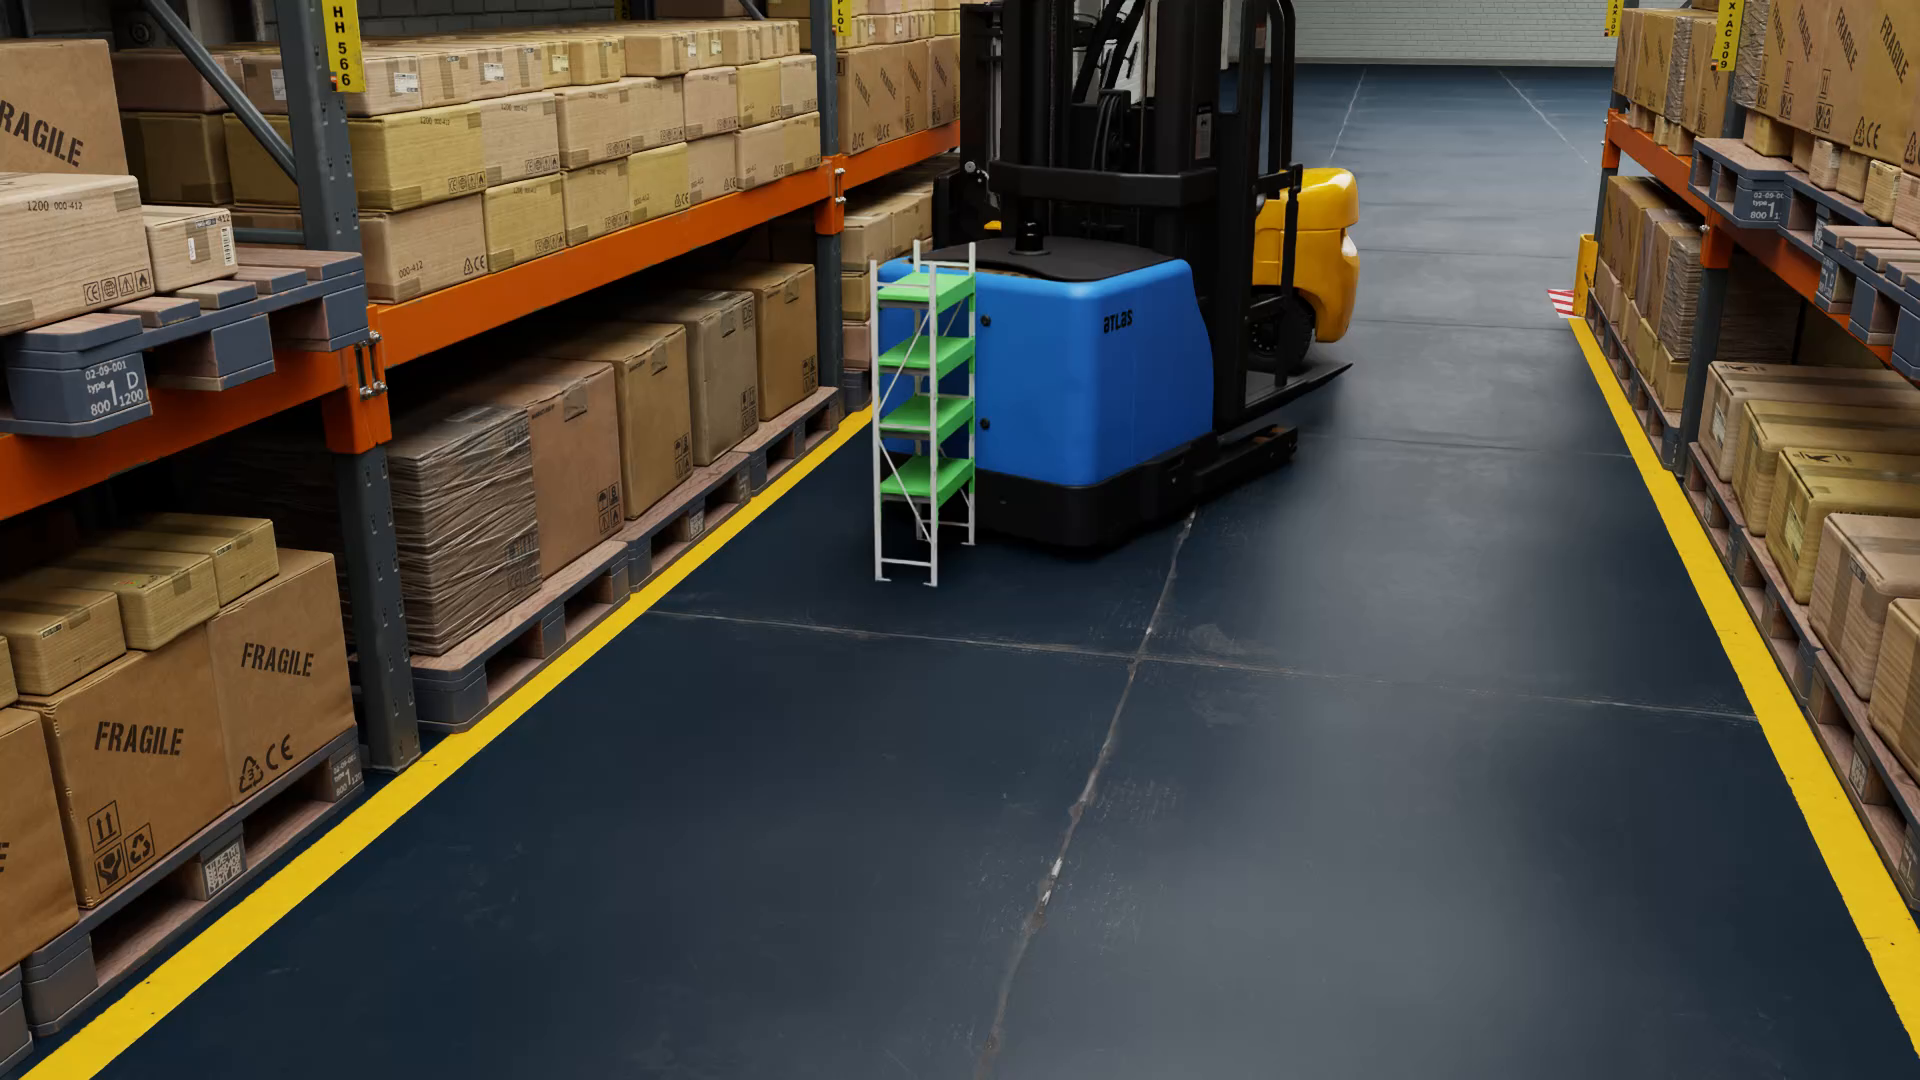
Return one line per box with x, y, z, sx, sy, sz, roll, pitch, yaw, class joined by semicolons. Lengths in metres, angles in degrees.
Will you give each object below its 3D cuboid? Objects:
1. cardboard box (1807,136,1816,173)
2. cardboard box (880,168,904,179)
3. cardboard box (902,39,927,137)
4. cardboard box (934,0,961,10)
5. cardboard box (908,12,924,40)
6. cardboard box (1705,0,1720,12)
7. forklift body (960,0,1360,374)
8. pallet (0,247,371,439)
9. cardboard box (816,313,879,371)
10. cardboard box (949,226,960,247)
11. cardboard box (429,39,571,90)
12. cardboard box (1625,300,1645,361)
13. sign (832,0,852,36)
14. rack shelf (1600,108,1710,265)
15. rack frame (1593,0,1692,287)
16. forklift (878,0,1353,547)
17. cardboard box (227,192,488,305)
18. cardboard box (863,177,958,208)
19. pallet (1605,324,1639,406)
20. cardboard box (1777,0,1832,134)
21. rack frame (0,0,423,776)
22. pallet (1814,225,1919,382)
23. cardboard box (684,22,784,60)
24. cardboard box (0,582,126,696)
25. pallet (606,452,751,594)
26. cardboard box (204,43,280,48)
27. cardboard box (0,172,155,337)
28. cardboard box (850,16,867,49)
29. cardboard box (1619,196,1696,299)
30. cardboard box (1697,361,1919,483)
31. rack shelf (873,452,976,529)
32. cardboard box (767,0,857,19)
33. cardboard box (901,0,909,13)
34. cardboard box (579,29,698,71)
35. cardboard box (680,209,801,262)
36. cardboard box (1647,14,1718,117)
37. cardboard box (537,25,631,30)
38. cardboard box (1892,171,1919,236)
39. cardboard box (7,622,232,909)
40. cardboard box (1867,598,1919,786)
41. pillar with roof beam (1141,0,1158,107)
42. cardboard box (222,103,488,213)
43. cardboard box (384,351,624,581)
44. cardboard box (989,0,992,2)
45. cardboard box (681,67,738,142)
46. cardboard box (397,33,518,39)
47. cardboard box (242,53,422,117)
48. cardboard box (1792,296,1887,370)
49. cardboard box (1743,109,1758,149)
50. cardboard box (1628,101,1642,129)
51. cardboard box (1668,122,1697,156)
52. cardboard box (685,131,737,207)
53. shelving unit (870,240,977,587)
3.055;-1.276;5.521;0.380;0.149;0.250;5;19;14;cardboard box
-0.663;-2.238;10.656;0.500;0.250;0.500;5;19;13;cardboard box
-0.492;-2.551;9.361;0.500;0.500;0.500;4;19;13;cardboard box
-0.208;-3.274;10.014;0.380;0.149;0.250;5;19;14;cardboard box
-0.414;-2.894;9.363;0.380;0.149;0.250;4;19;12;cardboard box
4.660;-3.251;9.403;0.700;0.500;0.500;5;19;14;cardboard box
1.195;-2.176;9.730;2.313;2.155;1.214;5;19;13;forklift body
-2.163;-0.500;3.806;1.213;0.211;1.003;5;19;13;pallet
-0.648;-1.085;8.828;0.500;0.250;0.500;5;19;14;cardboard box
-0.291;-1.796;10.137;0.500;0.250;0.500;5;19;13;cardboard box
-1.516;-1.570;5.484;0.380;0.149;0.250;5;19;14;cardboard box
3.859;-1.102;8.877;0.500;0.250;0.500;5;19;14;cardboard box
-0.559;-2.533;7.793;0.100;0.325;0.005;5;19;13;sign
4.215;-1.958;8.891;1.077;0.370;4.000;5;19;13;rack shelf
4.704;-2.925;10.610;1.000;3.000;0.127;5;19;13;rack frame
0.918;-1.775;7.349;1.130;2.935;3.031;13;23;33;forklift
-1.720;-0.857;4.788;0.500;0.250;0.500;5;19;14;cardboard box
-0.284;-2.040;10.076;0.500;0.250;0.500;4;19;12;cardboard box
4.152;-0.949;9.138;1.003;0.211;1.213;5;19;13;pallet
3.078;-1.623;5.533;0.500;0.500;0.500;5;19;13;cardboard box
-2.065;-0.808;4.413;1.000;3.000;0.127;5;19;13;rack frame
2.820;-0.558;3.979;1.213;0.211;1.003;5;19;13;pallet
-1.001;-2.209;7.357;0.380;0.149;0.250;4;19;13;cardboard box
-2.084;0.211;3.644;0.380;0.149;0.250;4;19;12;cardboard box
-1.526;-0.125;6.727;1.003;0.211;1.213;5;19;13;pallet
-2.104;-1.448;5.127;0.380;0.149;0.250;5;19;13;cardboard box
-2.009;-0.580;3.327;0.500;0.250;0.500;4;19;11;cardboard box
-0.693;-2.577;8.433;0.380;0.149;0.250;5;20;15;cardboard box
3.979;-1.618;9.228;0.500;0.500;0.500;5;19;14;cardboard box
3.601;-0.462;6.815;0.950;0.372;0.625;5;19;14;cardboard box
-0.129;-0.194;6.341;0.258;0.148;0.480;6;20;16;rack shelf
-0.722;-2.634;8.139;0.380;0.149;0.250;5;20;14;cardboard box
-0.492;-2.959;9.093;0.380;0.149;0.250;4;19;13;cardboard box
-1.239;-1.889;6.419;0.380;0.149;0.250;5;19;14;cardboard box
-1.155;-1.602;8.795;0.500;0.250;0.500;5;20;14;cardboard box
3.956;-2.504;8.763;0.500;0.500;0.500;4;19;12;cardboard box
-1.602;-2.083;6.988;0.380;0.149;0.250;4;19;13;cardboard box
2.684;-0.869;4.331;0.380;0.149;0.250;4;19;11;cardboard box
-2.092;0.481;3.855;0.500;0.500;0.500;4;19;13;cardboard box
2.897;0.451;4.142;0.950;0.372;0.625;3;19;10;cardboard box
7.418;-11.309;25.877;9.100;9.000;0.400;5;19;13;pillar with roof beam
-1.695;-1.092;4.702;0.500;0.250;0.500;5;19;13;cardboard box
-1.747;-0.283;5.900;0.875;0.625;0.625;5;20;15;cardboard box
0.006;-3.682;11.208;0.380;0.149;0.250;5;19;14;cardboard box
-1.209;-1.732;6.576;0.500;0.250;0.500;5;19;14;cardboard box
-1.825;-1.763;6.051;0.380;0.149;0.250;5;20;15;cardboard box
-1.702;-1.239;4.517;0.380;0.149;0.250;5;20;15;cardboard box
4.132;-1.087;7.674;0.500;0.500;0.500;6;20;16;cardboard box
3.285;-1.603;6.478;0.380;0.149;0.250;5;19;14;cardboard box
4.122;-2.483;9.705;0.380;0.149;0.250;5;19;14;cardboard box
3.755;-1.996;8.279;0.380;0.149;0.250;4;19;13;cardboard box
-1.226;-1.501;6.674;0.500;0.250;0.500;5;19;14;cardboard box
-0.129;-0.482;6.242;0.258;1.200;0.503;6;20;16;shelving unit
